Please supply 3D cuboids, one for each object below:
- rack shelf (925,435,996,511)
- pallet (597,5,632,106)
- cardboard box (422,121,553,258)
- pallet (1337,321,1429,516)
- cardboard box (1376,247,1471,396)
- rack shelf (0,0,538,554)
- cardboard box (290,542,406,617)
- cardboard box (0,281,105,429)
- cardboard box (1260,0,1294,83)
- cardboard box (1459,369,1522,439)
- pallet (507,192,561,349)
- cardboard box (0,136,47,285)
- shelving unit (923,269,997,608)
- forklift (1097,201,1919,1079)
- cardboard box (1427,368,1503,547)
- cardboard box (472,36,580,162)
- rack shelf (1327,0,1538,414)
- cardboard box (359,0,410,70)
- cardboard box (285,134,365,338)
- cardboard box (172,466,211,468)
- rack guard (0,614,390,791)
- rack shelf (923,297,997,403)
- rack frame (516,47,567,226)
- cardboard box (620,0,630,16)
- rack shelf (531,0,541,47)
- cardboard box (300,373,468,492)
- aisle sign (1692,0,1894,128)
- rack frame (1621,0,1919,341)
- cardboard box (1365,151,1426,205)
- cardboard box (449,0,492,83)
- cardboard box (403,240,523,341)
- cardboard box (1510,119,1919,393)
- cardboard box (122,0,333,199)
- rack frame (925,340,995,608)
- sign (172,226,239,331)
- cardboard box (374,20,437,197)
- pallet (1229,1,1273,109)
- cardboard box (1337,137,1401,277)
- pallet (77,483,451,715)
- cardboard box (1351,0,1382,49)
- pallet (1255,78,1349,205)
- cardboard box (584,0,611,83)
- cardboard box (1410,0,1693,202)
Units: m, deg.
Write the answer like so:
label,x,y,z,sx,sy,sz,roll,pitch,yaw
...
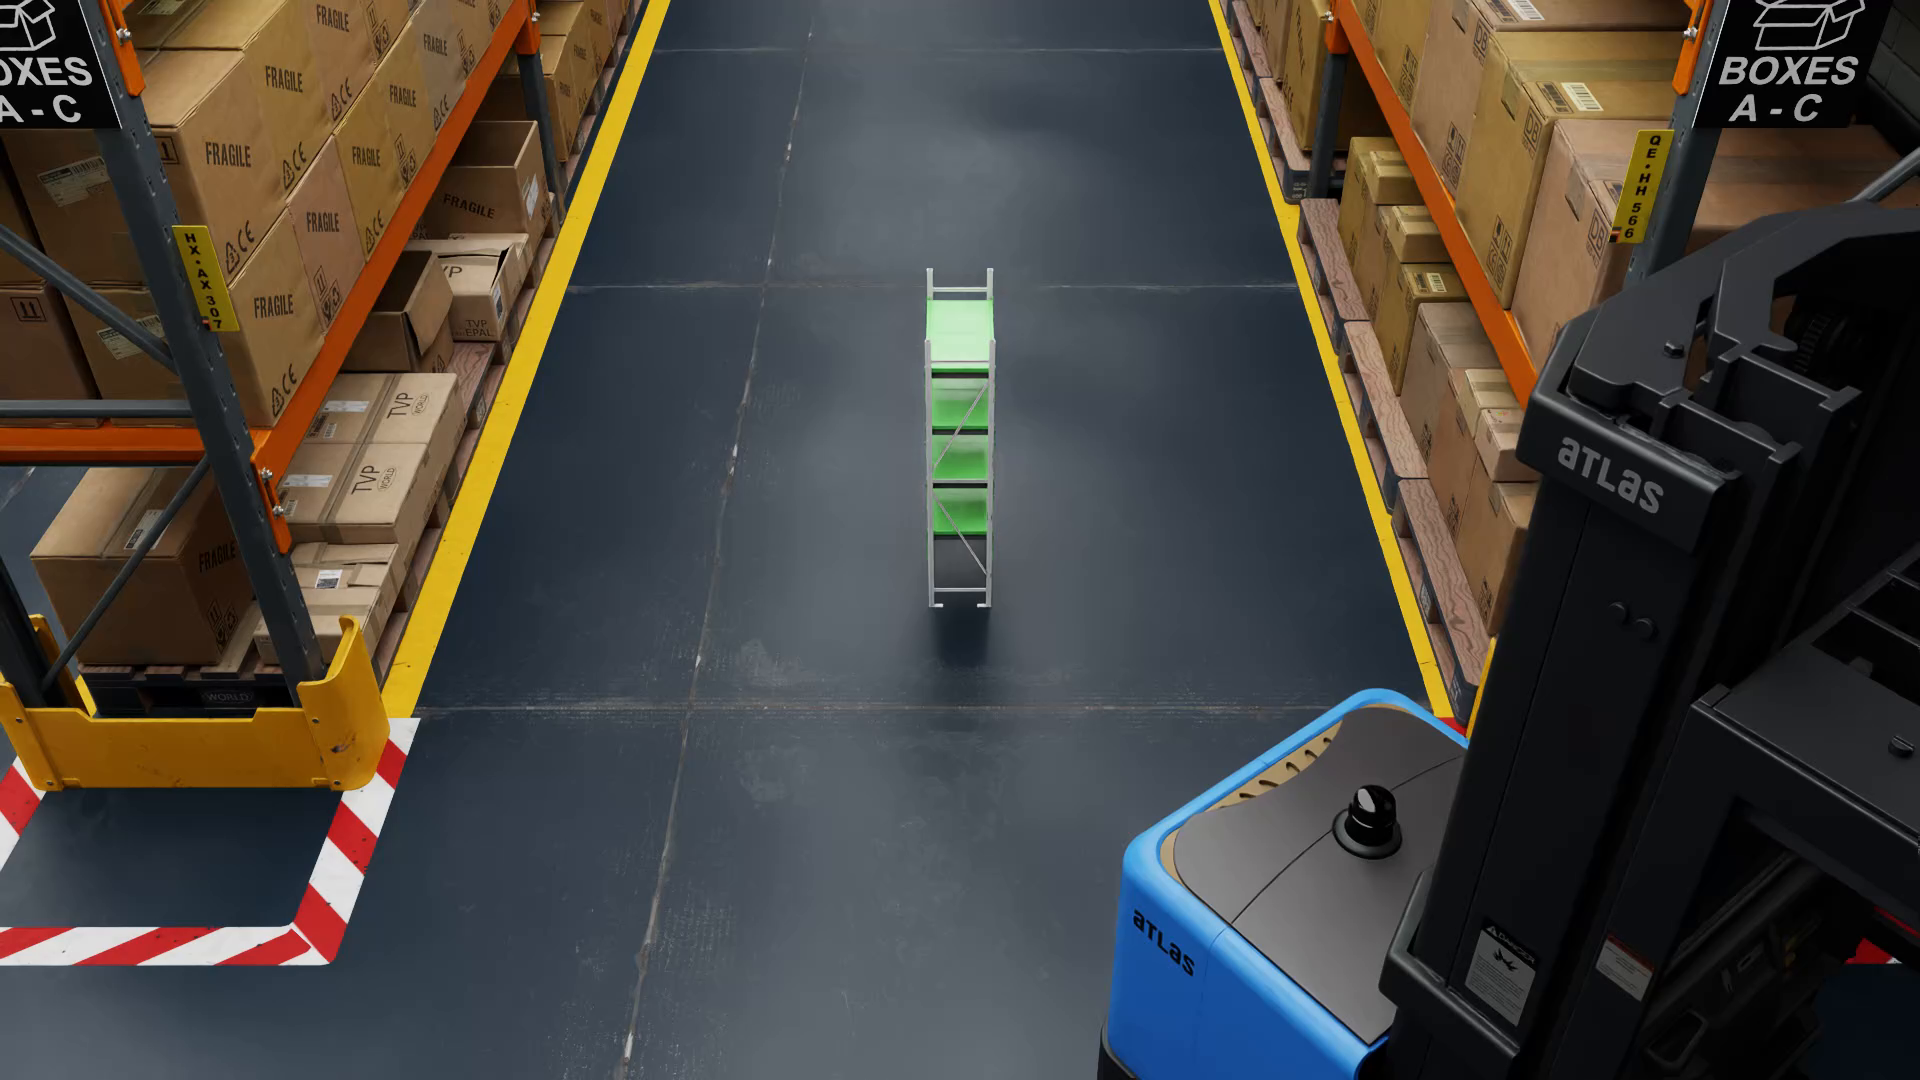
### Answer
label,x,y,z,sx,sy,sz,roll,pitch,yaw
rack shelf,0.000,-0.315,6.286,0.258,0.148,0.480,0,39,0
pallet,-2.655,-3.060,10.400,1.003,0.211,1.213,0,39,0
cardboard box,-2.327,-1.715,8.139,0.500,0.500,0.500,0,39,0
pallet,2.269,-0.552,7.270,1.003,0.211,1.213,0,39,0
cardboard box,2.236,-0.966,7.220,0.700,0.500,0.500,1,39,1
rack shelf,-2.609,-1.344,6.603,1.077,0.370,4.000,0,39,0
cardboard box,-2.264,0.142,6.088,0.380,0.166,0.250,0,39,0
cardboard box,-2.880,-0.692,5.135,0.500,0.500,0.500,1,39,1
cardboard box,2.207,-3.168,9.688,0.750,0.750,0.750,1,39,1
cardboard box,2.063,-0.499,6.118,0.380,0.149,0.250,1,39,1
pallet,-2.612,-1.357,8.275,1.003,0.211,1.213,0,39,0
cardboard box,-2.882,-1.081,4.821,0.500,0.500,0.500,0,39,0
shelving unit,0.000,-0.365,6.246,0.258,1.200,0.503,0,39,0
forklift,1.698,0.983,3.179,1.130,2.935,3.031,-27,46,-29
cardboard box,2.245,-0.318,6.412,0.700,0.500,0.500,0,39,0
cardboard box,-2.368,-2.374,8.961,0.500,0.500,0.500,-2,39,-2
rack shelf,2.344,-1.349,6.610,1.077,0.370,4.000,0,39,0
cardboard box,-2.349,-2.038,6.015,0.500,0.500,0.500,0,39,0
cardboard box,-2.350,-1.013,5.535,0.500,0.500,0.500,0,39,0
cardboard box,-2.825,-0.406,6.705,0.500,0.250,0.500,0,39,0
rack guard,-2.607,0.554,5.658,1.175,0.500,0.348,0,39,0
rack shelf,0.000,-0.689,5.985,0.258,0.148,0.480,0,39,0
rack frame,-2.612,-2.875,7.939,1.000,3.000,0.127,0,39,0
cardboard box,-2.380,-3.664,10.571,0.500,0.500,0.500,-1,39,-2
rack shelf,-2.614,-3.845,9.724,1.077,0.370,4.000,0,39,0
cardboard box,-2.325,-0.438,6.745,0.500,0.250,0.500,0,39,0
aisle sign,2.047,-1.349,3.955,0.394,0.787,0.004,0,39,0
rack frame,2.347,-0.379,4.825,1.000,3.000,0.127,0,39,0
cardboard box,2.058,-1.640,7.543,0.380,0.149,0.250,1,39,1
cardboard box,-2.352,-2.279,7.115,0.500,0.500,0.500,1,39,1
cardboard box,-2.326,-1.172,7.612,0.500,0.311,0.500,0,39,0
cardboard box,2.336,-0.815,5.129,0.980,0.700,0.700,2,39,2
cardboard box,-2.352,-1.407,5.228,0.500,0.500,0.500,0,39,0
rack frame,0.000,-0.212,6.055,0.240,1.200,0.015,0,39,0
sign,-2.064,-0.712,4.547,0.100,0.325,0.005,0,39,0
cardboard box,-2.346,-1.639,6.317,0.500,0.500,0.500,0,39,1
pallet,2.262,-3.040,10.375,1.003,0.211,1.213,0,39,0
cardboard box,2.240,-1.602,8.013,0.700,0.500,0.500,0,39,1
pallet,-2.609,0.169,6.371,1.003,0.211,1.213,0,39,0
cardboard box,2.326,-2.659,7.429,0.980,0.700,0.700,1,39,1
pallet,2.266,-2.275,9.420,1.003,0.211,1.213,0,39,0
cardboard box,-2.373,-3.020,9.767,0.500,0.500,0.500,0,39,0
cardboard box,2.332,-1.747,6.292,0.980,0.700,0.700,-2,39,-2
